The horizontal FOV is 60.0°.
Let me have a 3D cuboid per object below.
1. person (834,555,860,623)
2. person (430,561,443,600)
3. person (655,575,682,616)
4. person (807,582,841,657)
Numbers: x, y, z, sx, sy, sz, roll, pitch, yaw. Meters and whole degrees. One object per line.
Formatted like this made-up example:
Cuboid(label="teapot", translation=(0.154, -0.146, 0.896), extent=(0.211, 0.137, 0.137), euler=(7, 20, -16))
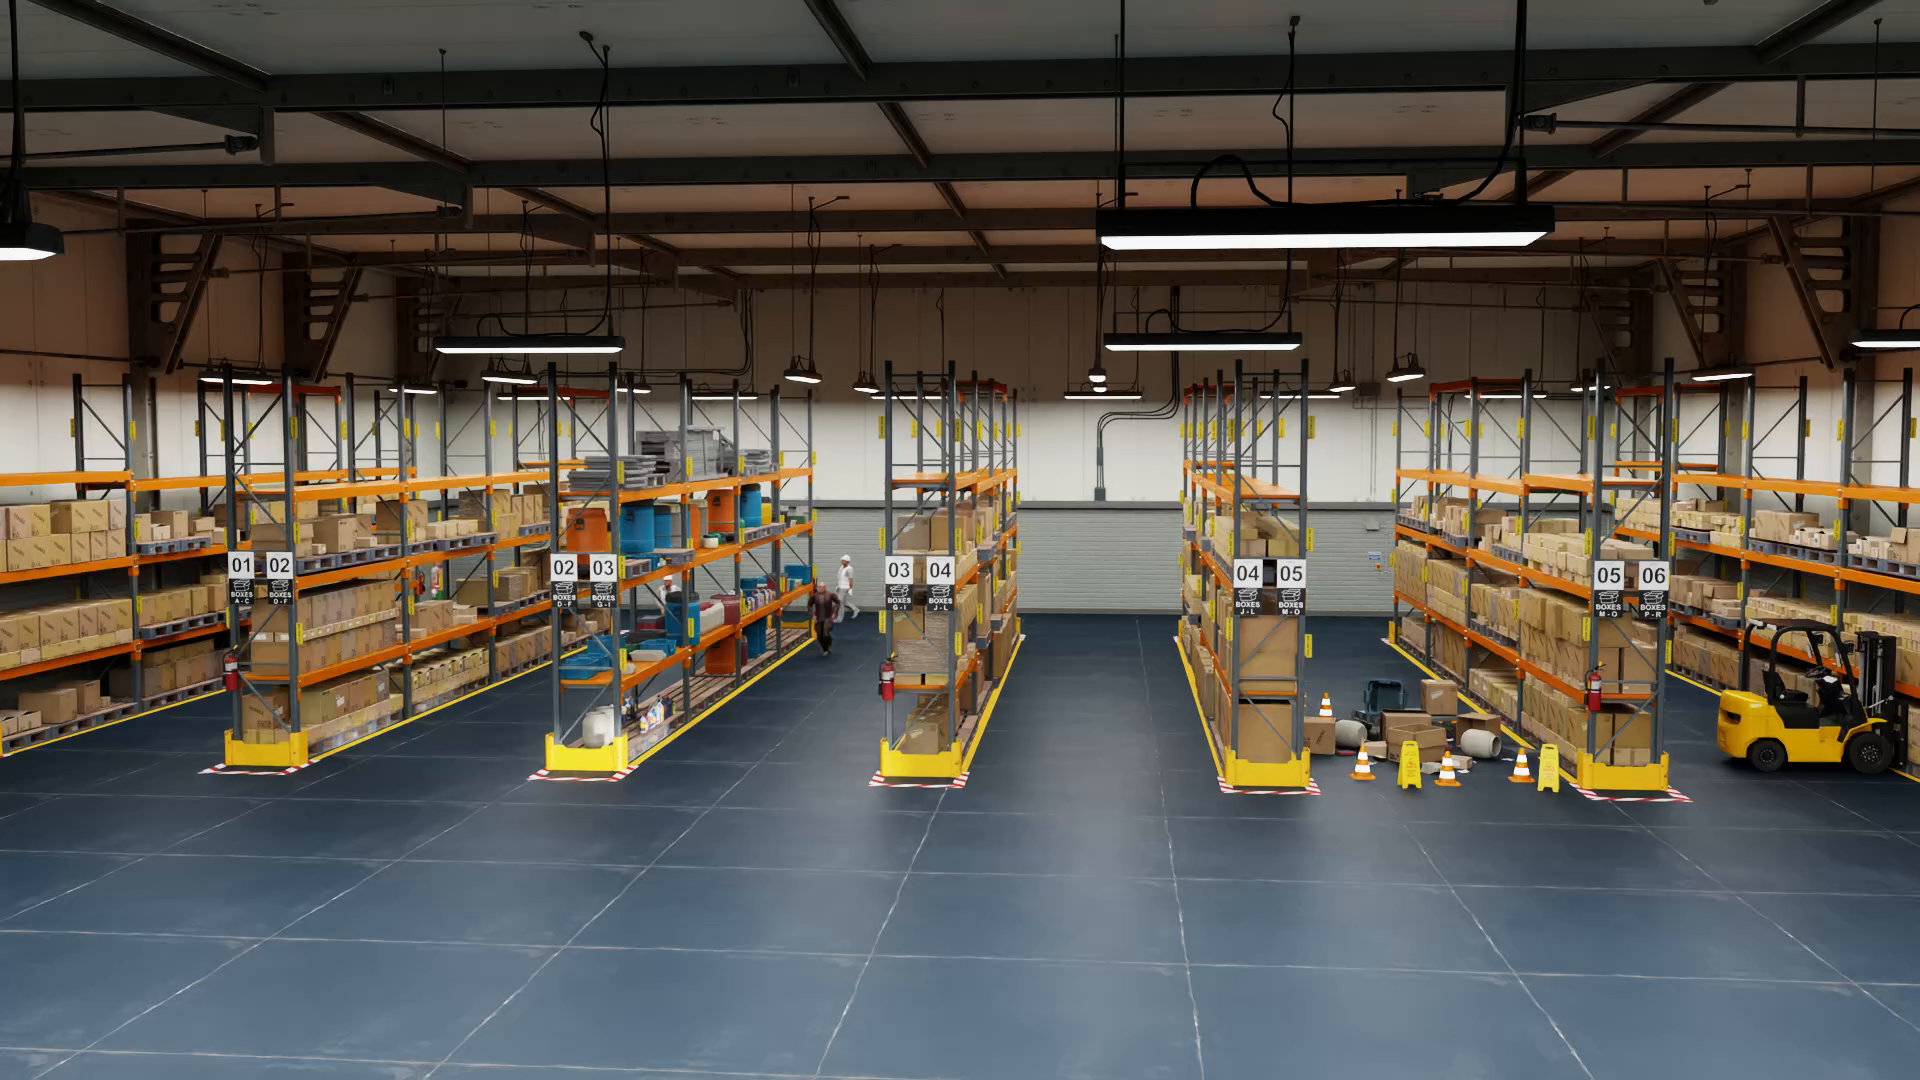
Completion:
Cuboid(label="person", translation=(-2.977, 1.263, 43.435), extent=(0.849, 1.768, 0.609), euler=(-2, 4, -29))
Cuboid(label="person", translation=(-13.350, 1.303, 42.416), extent=(0.480, 1.789, 0.582), euler=(0, 4, 5))
Cuboid(label="person", translation=(-6.735, 1.620, 38.670), extent=(0.640, 1.681, 0.718), euler=(1, 4, 14))
Cuboid(label="person", translation=(-3.005, 1.797, 36.802), extent=(0.721, 1.591, 0.658), euler=(1, 4, 13))
